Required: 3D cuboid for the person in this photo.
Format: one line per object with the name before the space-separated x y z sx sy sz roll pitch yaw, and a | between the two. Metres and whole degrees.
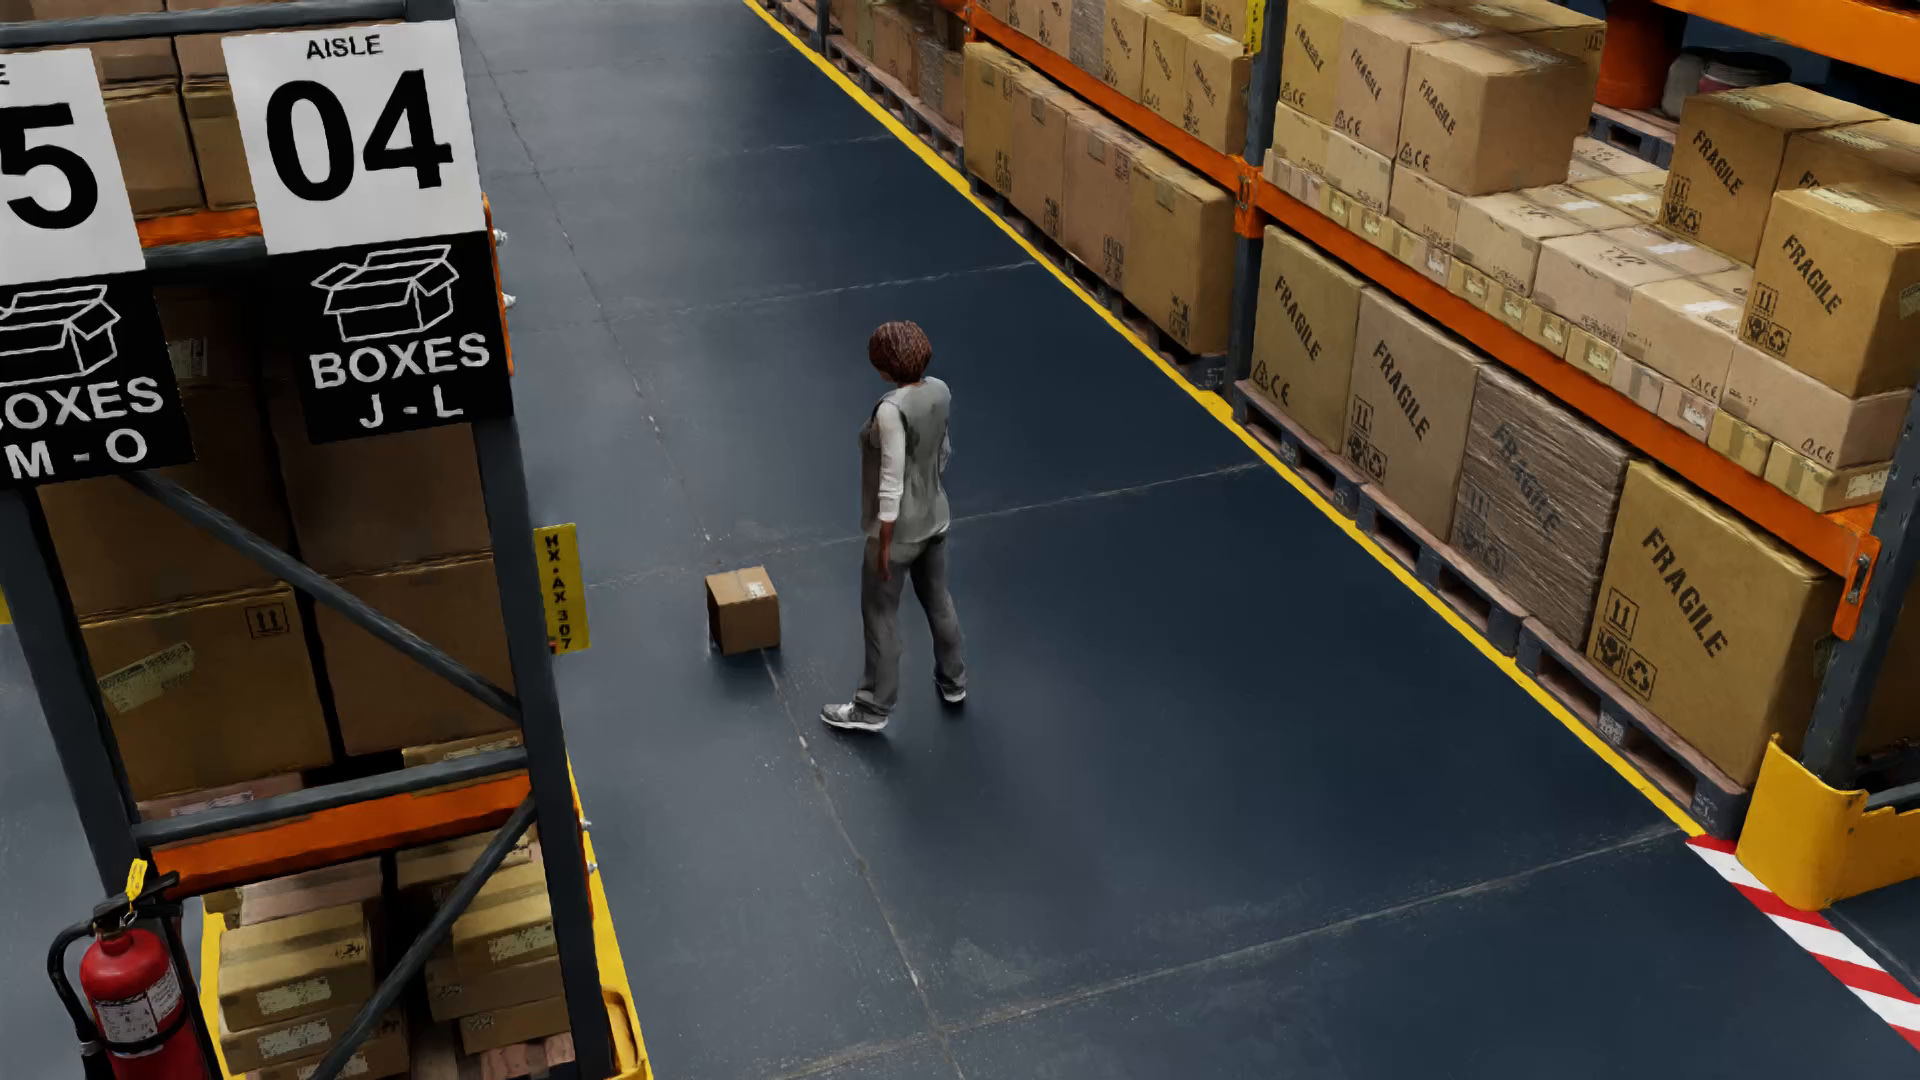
person | -0.230 -0.045 6.176 0.420 1.596 0.579 17 34 26
